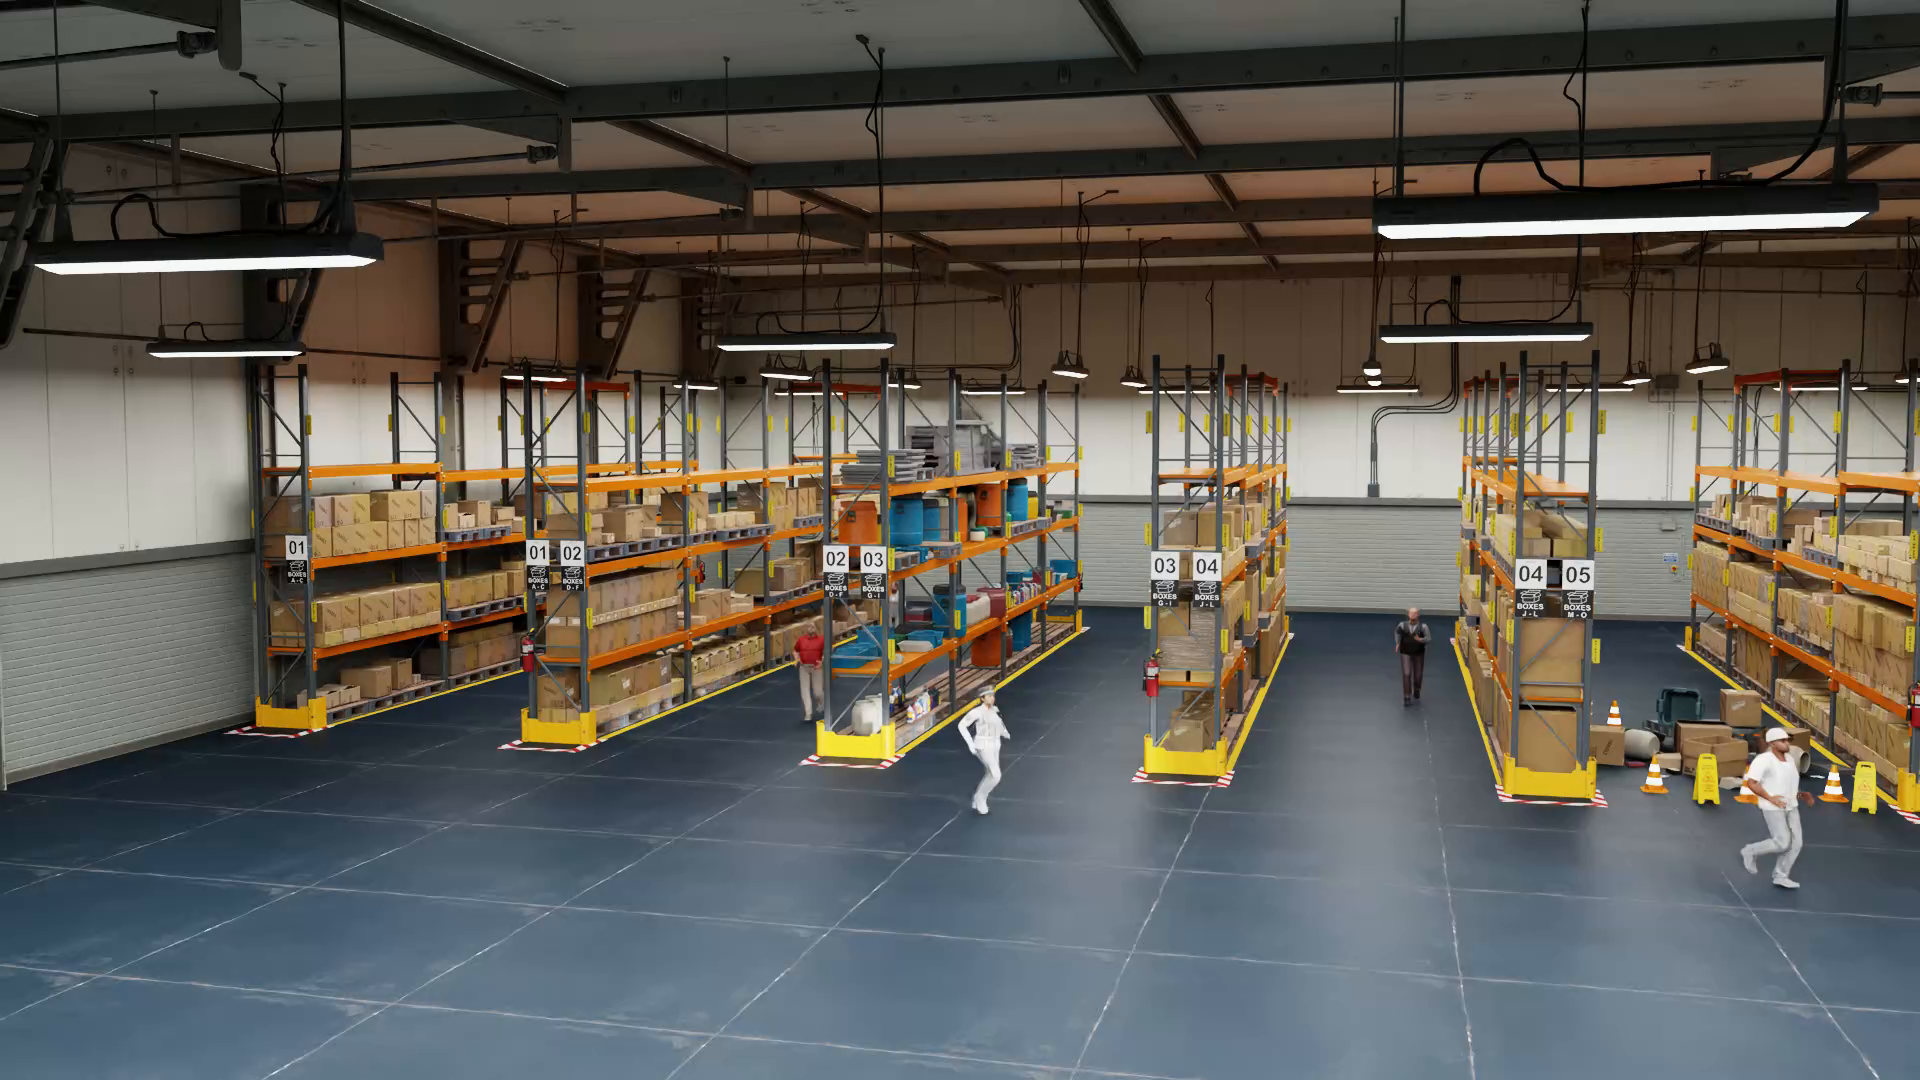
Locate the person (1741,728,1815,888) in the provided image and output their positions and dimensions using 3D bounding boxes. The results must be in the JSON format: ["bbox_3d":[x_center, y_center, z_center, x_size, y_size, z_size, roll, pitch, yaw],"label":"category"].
[{"bbox_3d":[8.884,2.896,18.090,0.702,1.718,0.598,-2,4,-28],"label":"person"}]

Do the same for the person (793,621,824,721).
[{"bbox_3d":[-2.529,2.210,28.314,0.664,1.675,0.645,0,4,5],"label":"person"}]

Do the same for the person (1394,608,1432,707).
[{"bbox_3d":[8.102,2.067,29.773,0.655,1.710,0.963,1,4,15],"label":"person"}]

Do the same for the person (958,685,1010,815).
[{"bbox_3d":[0.378,2.686,21.313,0.640,1.670,0.591,4,5,43],"label":"person"}]

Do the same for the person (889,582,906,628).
[{"bbox_3d":[-1.473,1.697,36.766,0.536,1.555,0.544,0,4,3],"label":"person"}]
